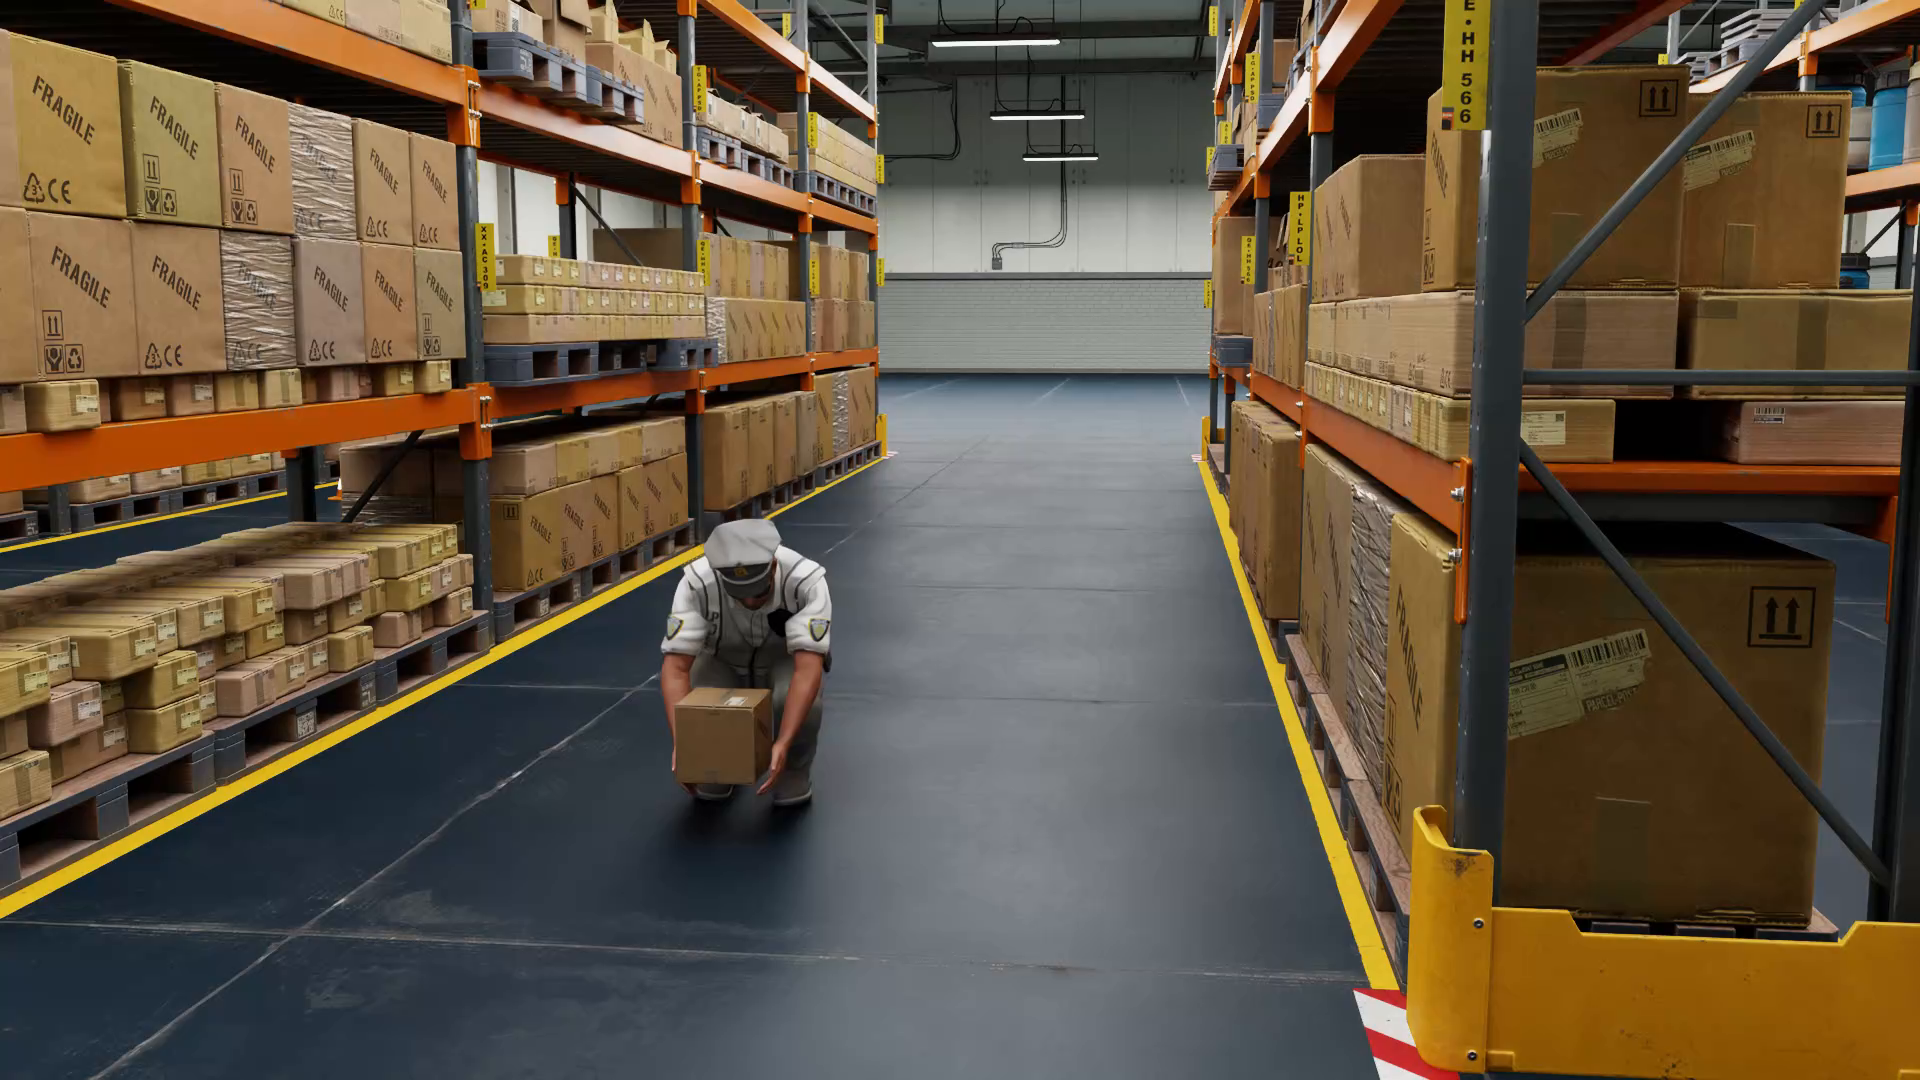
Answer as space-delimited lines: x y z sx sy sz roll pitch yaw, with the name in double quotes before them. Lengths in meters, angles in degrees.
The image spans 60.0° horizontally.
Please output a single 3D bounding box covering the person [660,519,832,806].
"person" -0.691 0.400 5.607 0.566 1.009 0.910 1 8 6
